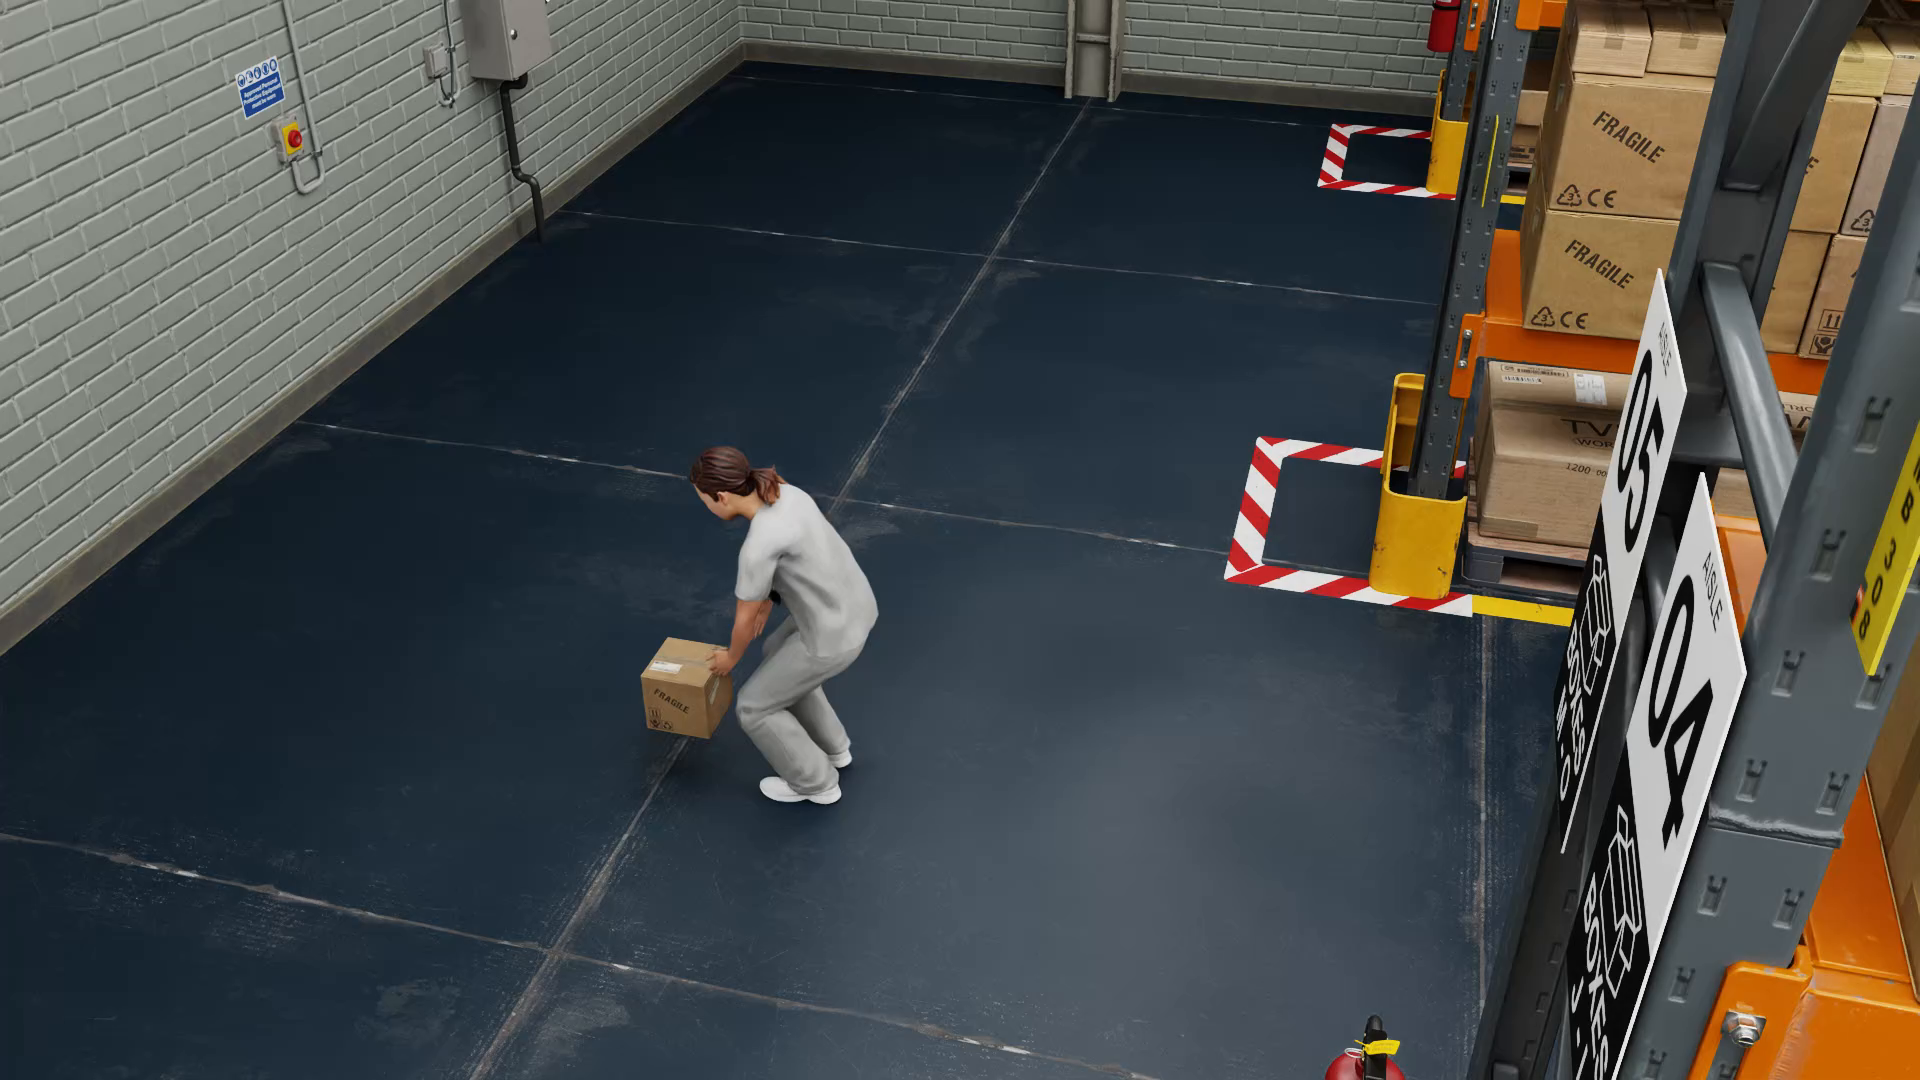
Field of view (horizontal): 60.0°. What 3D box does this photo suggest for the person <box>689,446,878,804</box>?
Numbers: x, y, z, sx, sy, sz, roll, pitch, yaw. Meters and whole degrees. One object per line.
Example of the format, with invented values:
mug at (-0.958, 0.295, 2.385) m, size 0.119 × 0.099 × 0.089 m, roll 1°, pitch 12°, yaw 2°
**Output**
person at (-0.613, 0.315, 5.897) m, size 0.615 × 1.418 × 0.490 m, roll 8°, pitch 34°, yaw 12°
